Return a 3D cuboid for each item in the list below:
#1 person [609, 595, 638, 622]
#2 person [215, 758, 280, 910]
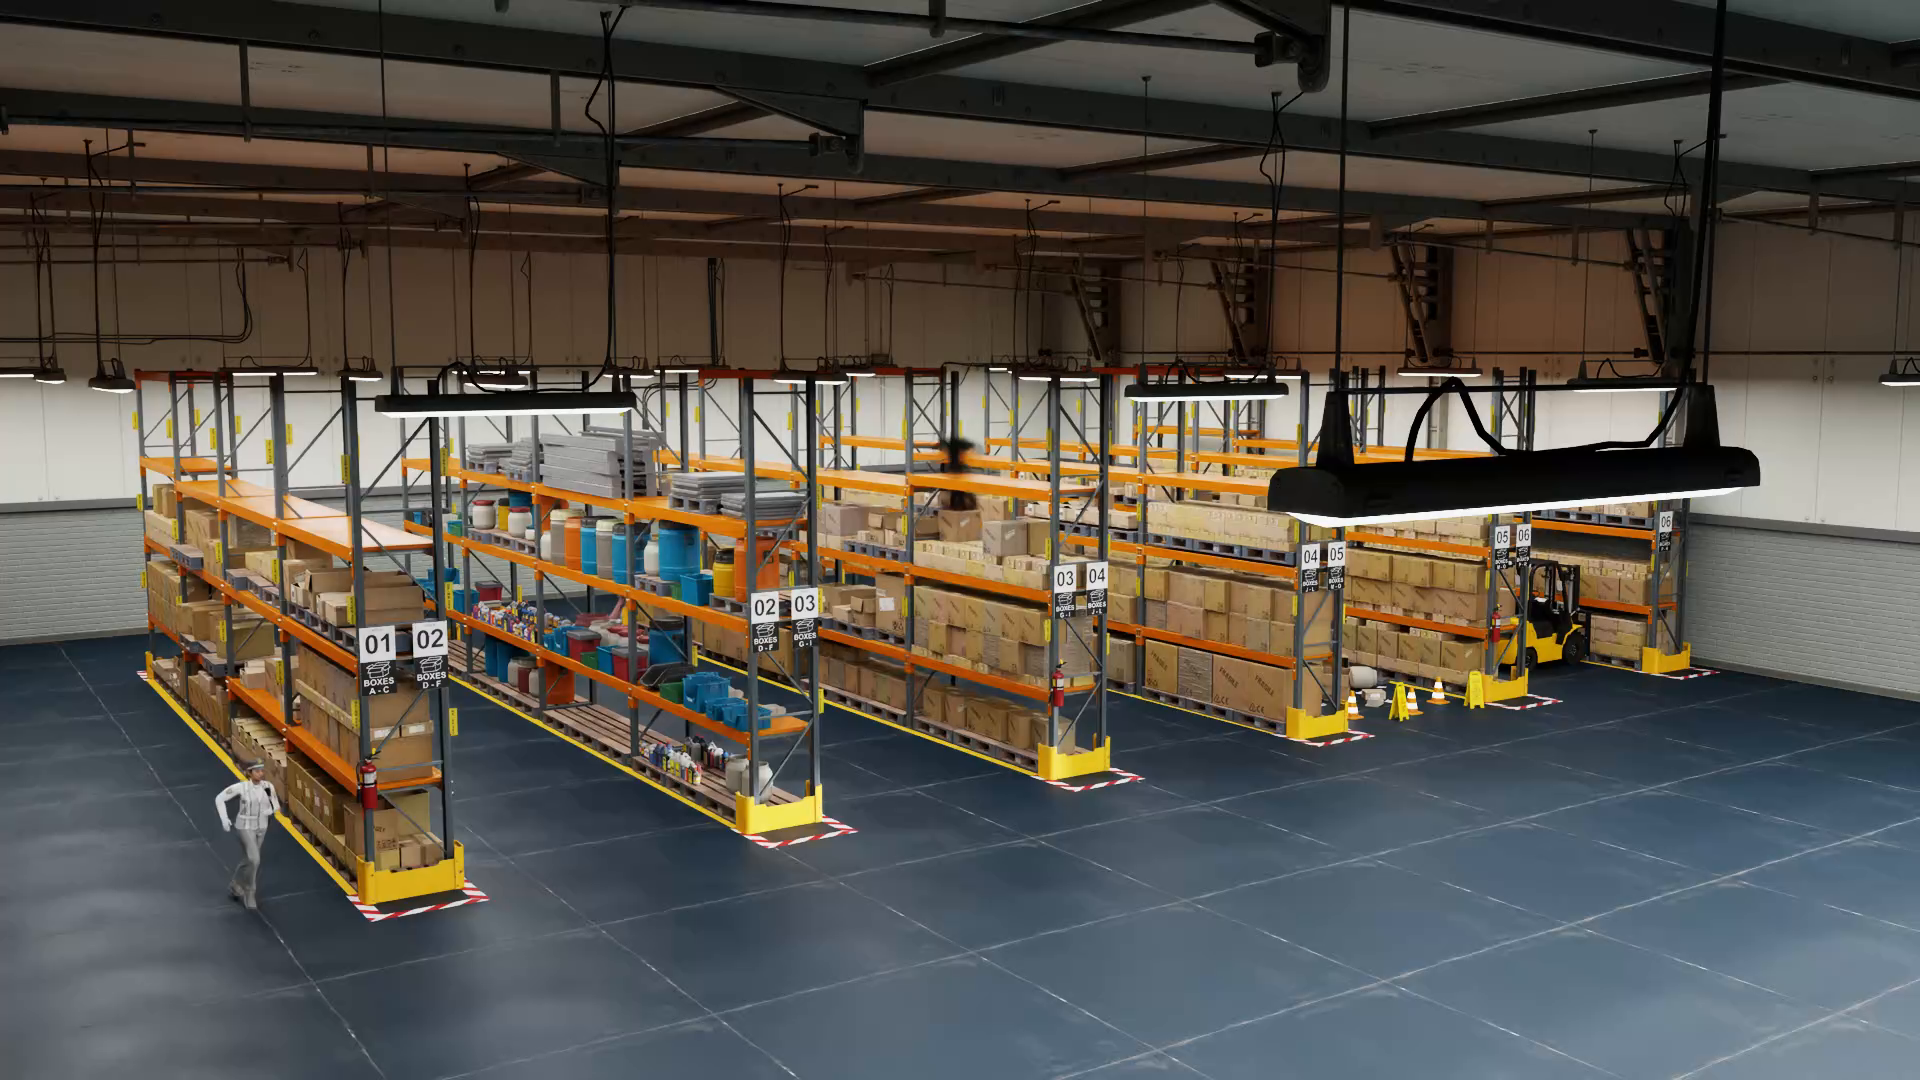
[{"bbox_3d":[-7.779,1.129,38.947,0.892,1.586,0.584,-2,7,-14],"label":"person"},{"bbox_3d":[-8.177,3.357,19.170,0.673,1.721,0.633,5,8,35],"label":"person"}]
